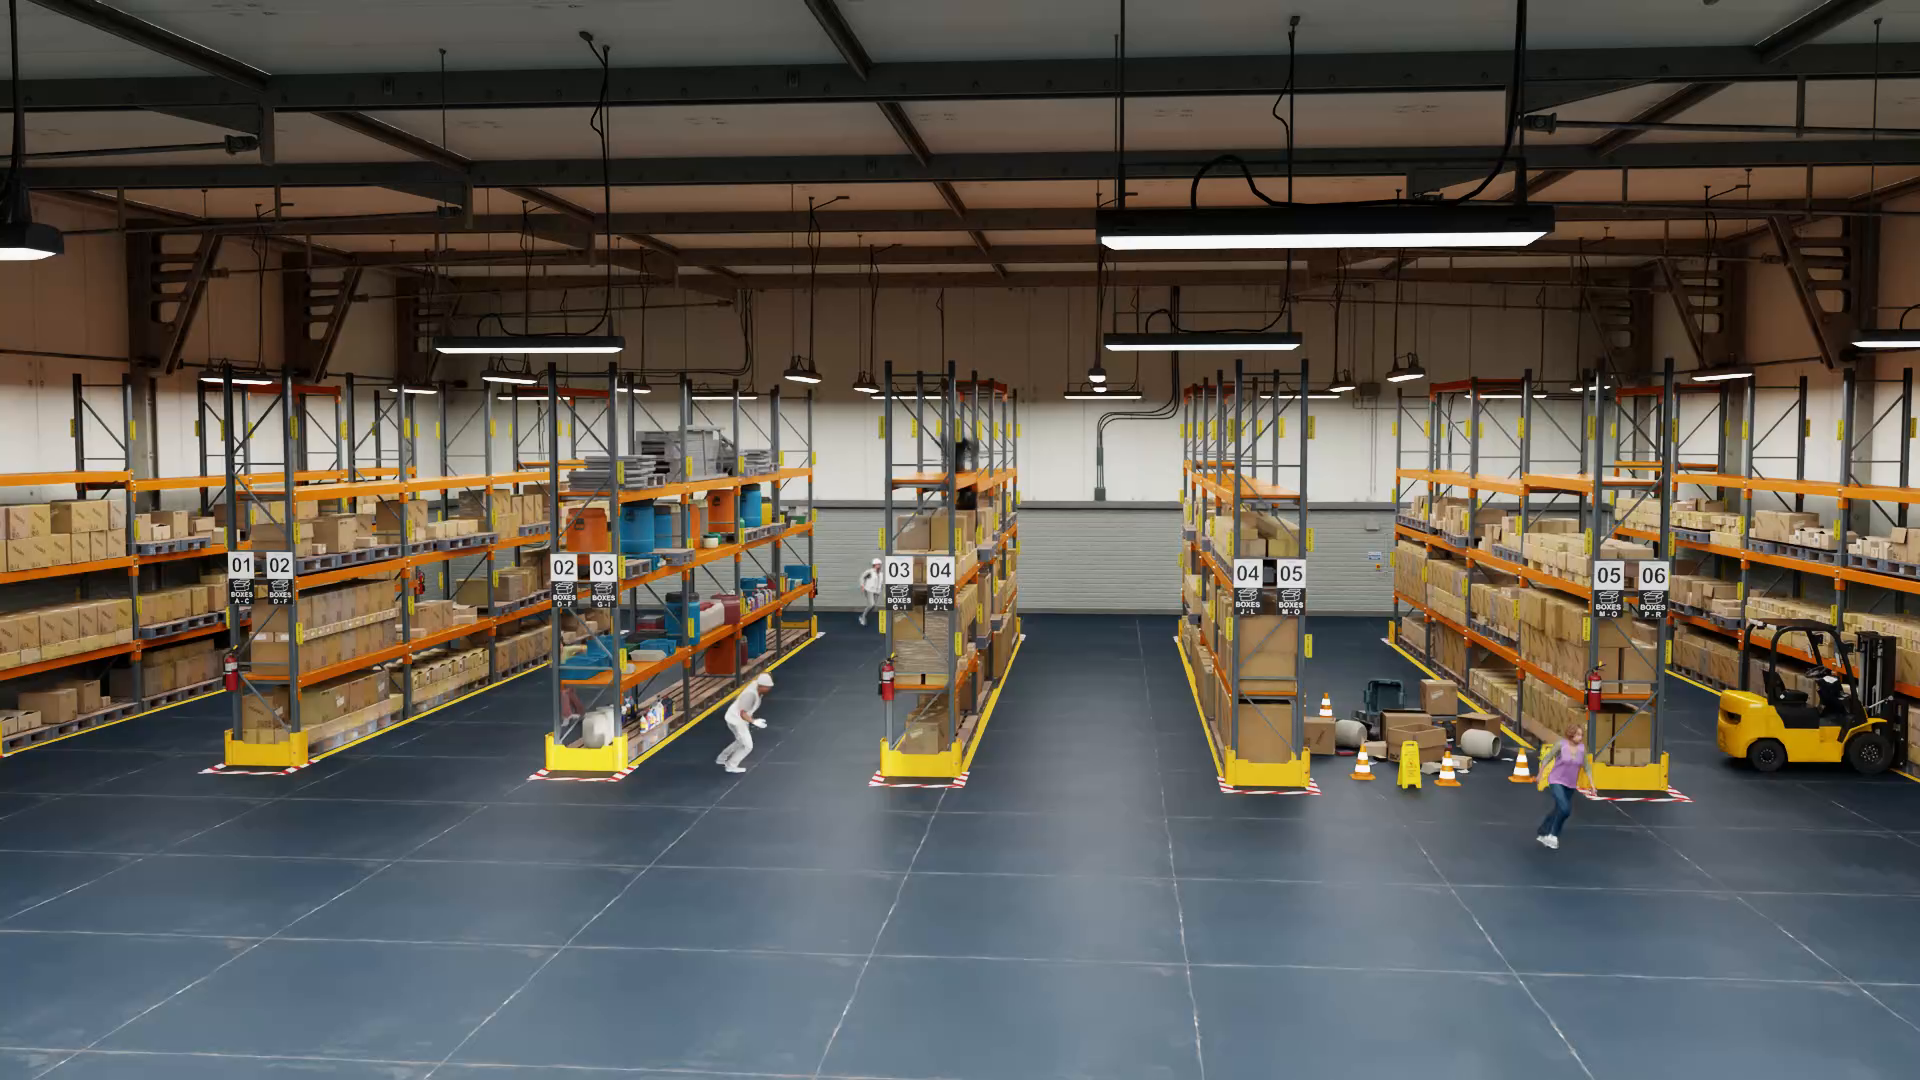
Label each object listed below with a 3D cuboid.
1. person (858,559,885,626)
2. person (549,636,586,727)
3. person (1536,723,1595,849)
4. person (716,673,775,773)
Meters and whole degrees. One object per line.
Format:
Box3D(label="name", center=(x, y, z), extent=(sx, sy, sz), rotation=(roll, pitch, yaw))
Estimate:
Box3D(label="person", center=(-2.266, 1.326, 42.582), extent=(0.809, 1.688, 0.753), rotation=(-4, 5, -43))
Box3D(label="person", center=(-6.630, 2.356, 28.283), extent=(0.614, 1.544, 0.927), rotation=(1, 4, 21))
Box3D(label="person", center=(7.222, 2.920, 19.801), extent=(0.458, 1.535, 0.766), rotation=(-1, 4, -17))
Box3D(label="person", center=(-3.123, 2.662, 24.221), extent=(0.922, 1.494, 0.724), rotation=(0, 4, 5))
